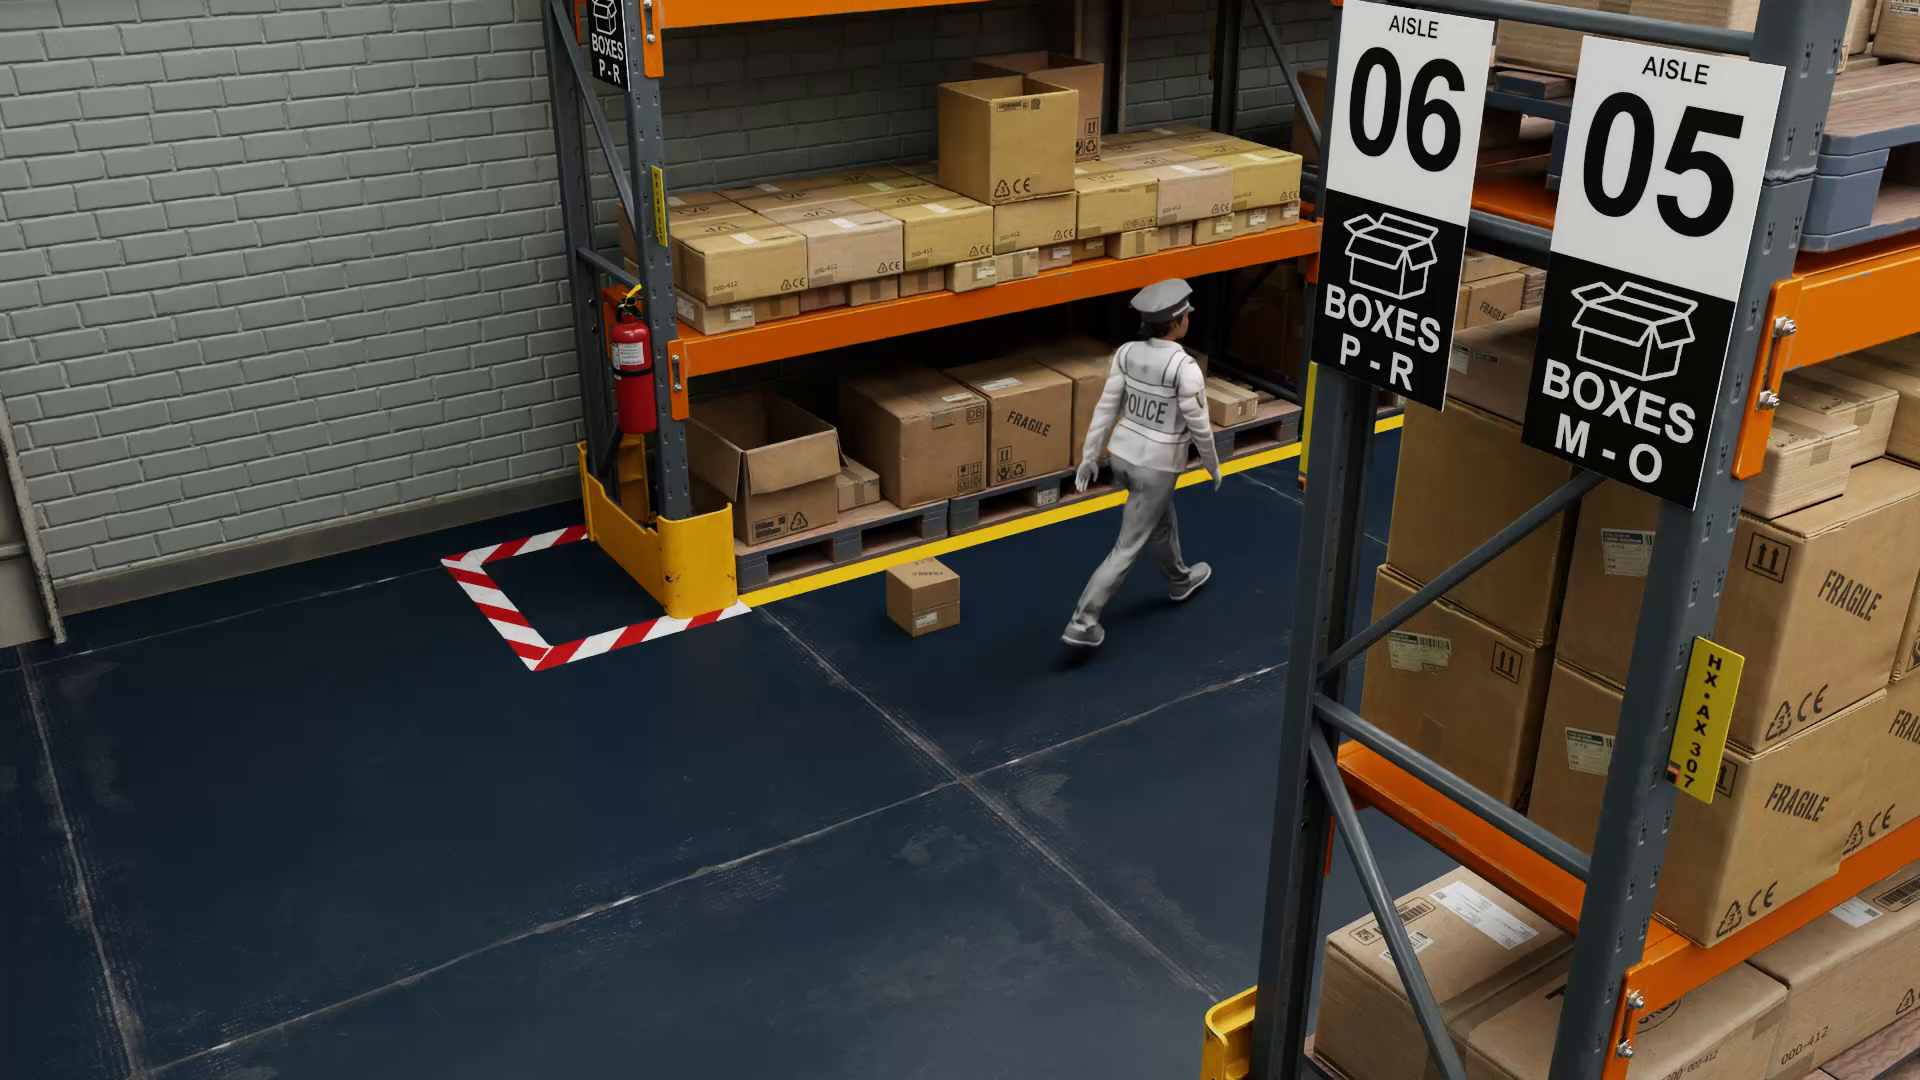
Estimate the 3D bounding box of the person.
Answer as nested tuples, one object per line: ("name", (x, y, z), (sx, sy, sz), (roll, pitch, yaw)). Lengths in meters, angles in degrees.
("person", (0.842, -0.345, 7.341), (1.085, 1.619, 0.523), (-18, 31, -33))
